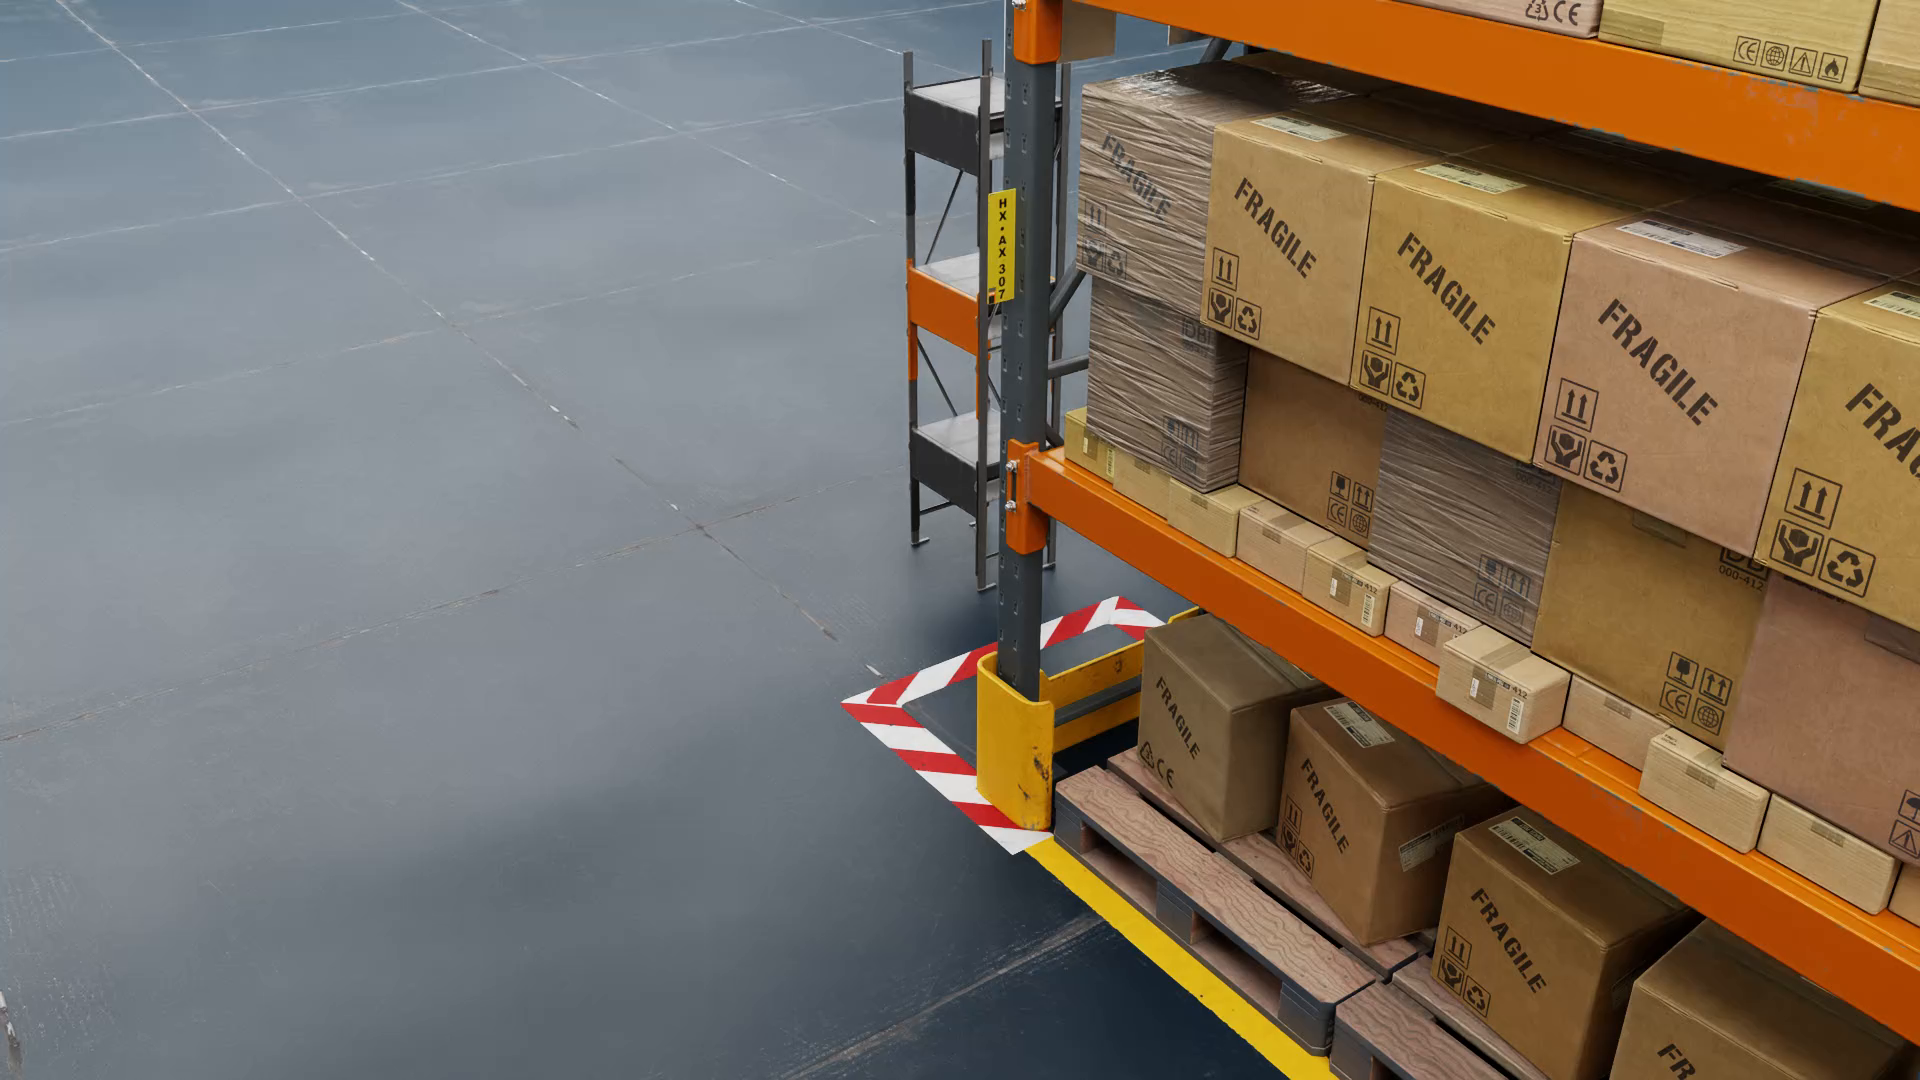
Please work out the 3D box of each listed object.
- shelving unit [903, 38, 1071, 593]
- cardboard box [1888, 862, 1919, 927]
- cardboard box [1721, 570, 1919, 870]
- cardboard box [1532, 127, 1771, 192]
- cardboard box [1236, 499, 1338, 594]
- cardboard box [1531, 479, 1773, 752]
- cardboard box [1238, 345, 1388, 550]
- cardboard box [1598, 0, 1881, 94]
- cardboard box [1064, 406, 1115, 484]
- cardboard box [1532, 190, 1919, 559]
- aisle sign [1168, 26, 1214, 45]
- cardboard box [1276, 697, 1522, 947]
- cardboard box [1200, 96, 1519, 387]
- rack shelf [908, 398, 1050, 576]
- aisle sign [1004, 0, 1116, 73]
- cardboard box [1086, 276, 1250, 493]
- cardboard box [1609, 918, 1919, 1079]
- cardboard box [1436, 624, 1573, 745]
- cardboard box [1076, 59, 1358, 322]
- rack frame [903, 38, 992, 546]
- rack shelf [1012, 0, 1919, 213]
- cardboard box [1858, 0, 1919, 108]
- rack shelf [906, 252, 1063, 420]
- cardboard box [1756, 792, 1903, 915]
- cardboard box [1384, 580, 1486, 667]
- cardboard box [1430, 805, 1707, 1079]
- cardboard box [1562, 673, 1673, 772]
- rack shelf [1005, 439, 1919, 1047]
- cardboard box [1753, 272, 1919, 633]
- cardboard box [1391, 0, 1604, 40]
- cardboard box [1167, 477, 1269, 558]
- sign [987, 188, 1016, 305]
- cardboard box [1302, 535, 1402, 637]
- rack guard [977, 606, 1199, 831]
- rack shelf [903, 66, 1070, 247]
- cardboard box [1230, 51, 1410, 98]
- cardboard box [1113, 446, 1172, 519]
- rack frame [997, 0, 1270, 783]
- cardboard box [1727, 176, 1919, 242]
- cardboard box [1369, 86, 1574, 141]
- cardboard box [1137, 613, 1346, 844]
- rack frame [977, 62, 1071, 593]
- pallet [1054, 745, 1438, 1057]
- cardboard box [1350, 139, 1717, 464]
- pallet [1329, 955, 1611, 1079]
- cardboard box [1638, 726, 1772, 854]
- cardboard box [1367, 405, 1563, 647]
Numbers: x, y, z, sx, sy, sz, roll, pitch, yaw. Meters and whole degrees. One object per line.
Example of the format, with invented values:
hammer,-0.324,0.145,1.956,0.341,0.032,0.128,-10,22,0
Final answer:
shelving unit,0.096,-0.858,6.630,0.431,2.100,0.503,-19,34,-31
cardboard box,2.012,0.646,3.182,0.380,0.149,0.250,-19,34,-31
cardboard box,2.039,0.214,3.297,0.875,0.500,0.500,-19,34,-31
cardboard box,1.666,-0.685,3.904,0.500,0.500,0.500,-19,34,-31
cardboard box,0.958,-0.022,4.410,0.380,0.149,0.250,-19,34,-31
cardboard box,1.783,0.008,3.676,0.875,0.500,0.500,-19,34,-31
cardboard box,1.247,-0.396,4.420,0.875,0.500,0.500,-19,34,-31
cardboard box,1.526,-1.004,2.970,0.500,0.250,0.500,-18,33,-29
cardboard box,0.534,-0.317,4.954,0.380,0.149,0.250,-19,34,-31
cardboard box,1.530,-0.346,3.280,0.500,0.500,0.500,-19,34,-31
aisle sign,0.771,-1.854,4.796,0.394,0.787,0.004,-19,34,-31
cardboard box,1.286,0.780,4.850,0.500,0.500,0.500,-10,30,-18
cardboard box,0.944,-0.732,3.992,0.500,0.500,0.500,-19,34,-31
rack shelf,0.096,-0.231,6.971,0.431,0.518,0.480,-19,34,-31
aisle sign,0.283,-1.687,4.490,0.394,0.787,0.004,-19,34,-31
cardboard box,0.860,-0.557,4.717,0.875,0.500,0.500,-19,34,-31
cardboard box,1.921,1.258,3.969,0.500,0.500,0.500,-22,36,-35
cardboard box,1.325,0.293,3.830,0.380,0.149,0.250,-19,34,-31
cardboard box,0.660,-0.929,4.353,0.500,0.500,0.500,-19,34,-31
rack frame,-0.046,-0.953,6.805,0.400,2.100,0.015,-19,34,-31
rack shelf,1.723,-0.829,3.243,1.077,0.370,4.000,-19,34,-31
cardboard box,1.812,-0.809,2.610,0.500,0.250,0.500,-19,34,-31
rack shelf,0.096,-0.846,6.637,0.431,0.518,0.480,-19,34,-31
cardboard box,1.834,0.560,3.340,0.380,0.149,0.250,-19,34,-31
cardboard box,1.265,0.167,4.062,0.380,0.149,0.250,-19,34,-31
cardboard box,1.634,1.029,4.392,0.500,0.500,0.500,-15,32,-26
cardboard box,1.578,0.354,3.719,0.380,0.149,0.250,-19,34,-31
rack shelf,1.723,0.490,3.959,1.077,0.370,4.000,-19,34,-31
cardboard box,1.818,-0.150,2.920,0.500,0.500,0.500,-19,34,-31
cardboard box,1.220,-1.205,3.340,0.500,0.250,0.500,-19,34,-31
cardboard box,0.796,-0.113,4.578,0.380,0.149,0.250,-19,34,-31
sign,0.121,-0.834,4.736,0.100,0.325,0.005,-19,34,-31
cardboard box,1.097,0.078,4.227,0.380,0.149,0.250,-19,34,-31
rack guard,0.607,0.524,5.761,1.175,0.500,0.348,-19,34,-31
rack shelf,0.096,-1.462,6.303,0.431,0.518,0.480,-19,34,-31
cardboard box,1.083,-1.073,4.618,0.500,0.500,0.500,-19,34,-31
cardboard box,0.663,-0.214,4.765,0.380,0.149,0.250,-19,34,-31
rack frame,0.563,-0.604,5.219,1.000,3.000,0.127,-19,34,-31
cardboard box,1.949,-0.488,3.542,0.500,0.500,0.500,-19,34,-31
cardboard box,1.378,-0.880,4.263,0.500,0.500,0.500,-19,34,-31
cardboard box,0.911,0.557,5.260,0.500,0.500,0.500,-12,31,-22
rack frame,0.238,-0.763,6.456,0.400,2.100,0.015,-19,34,-31
pallet,1.049,0.977,5.231,1.003,0.211,1.213,-19,34,-31
cardboard box,1.235,-0.538,3.634,0.500,0.500,0.500,-19,34,-31
pallet,1.753,1.450,4.358,1.003,0.211,1.213,-19,34,-31
cardboard box,1.661,0.472,3.501,0.380,0.149,0.250,-19,34,-31
cardboard box,1.502,-0.190,4.040,0.875,0.500,0.500,-19,34,-31
